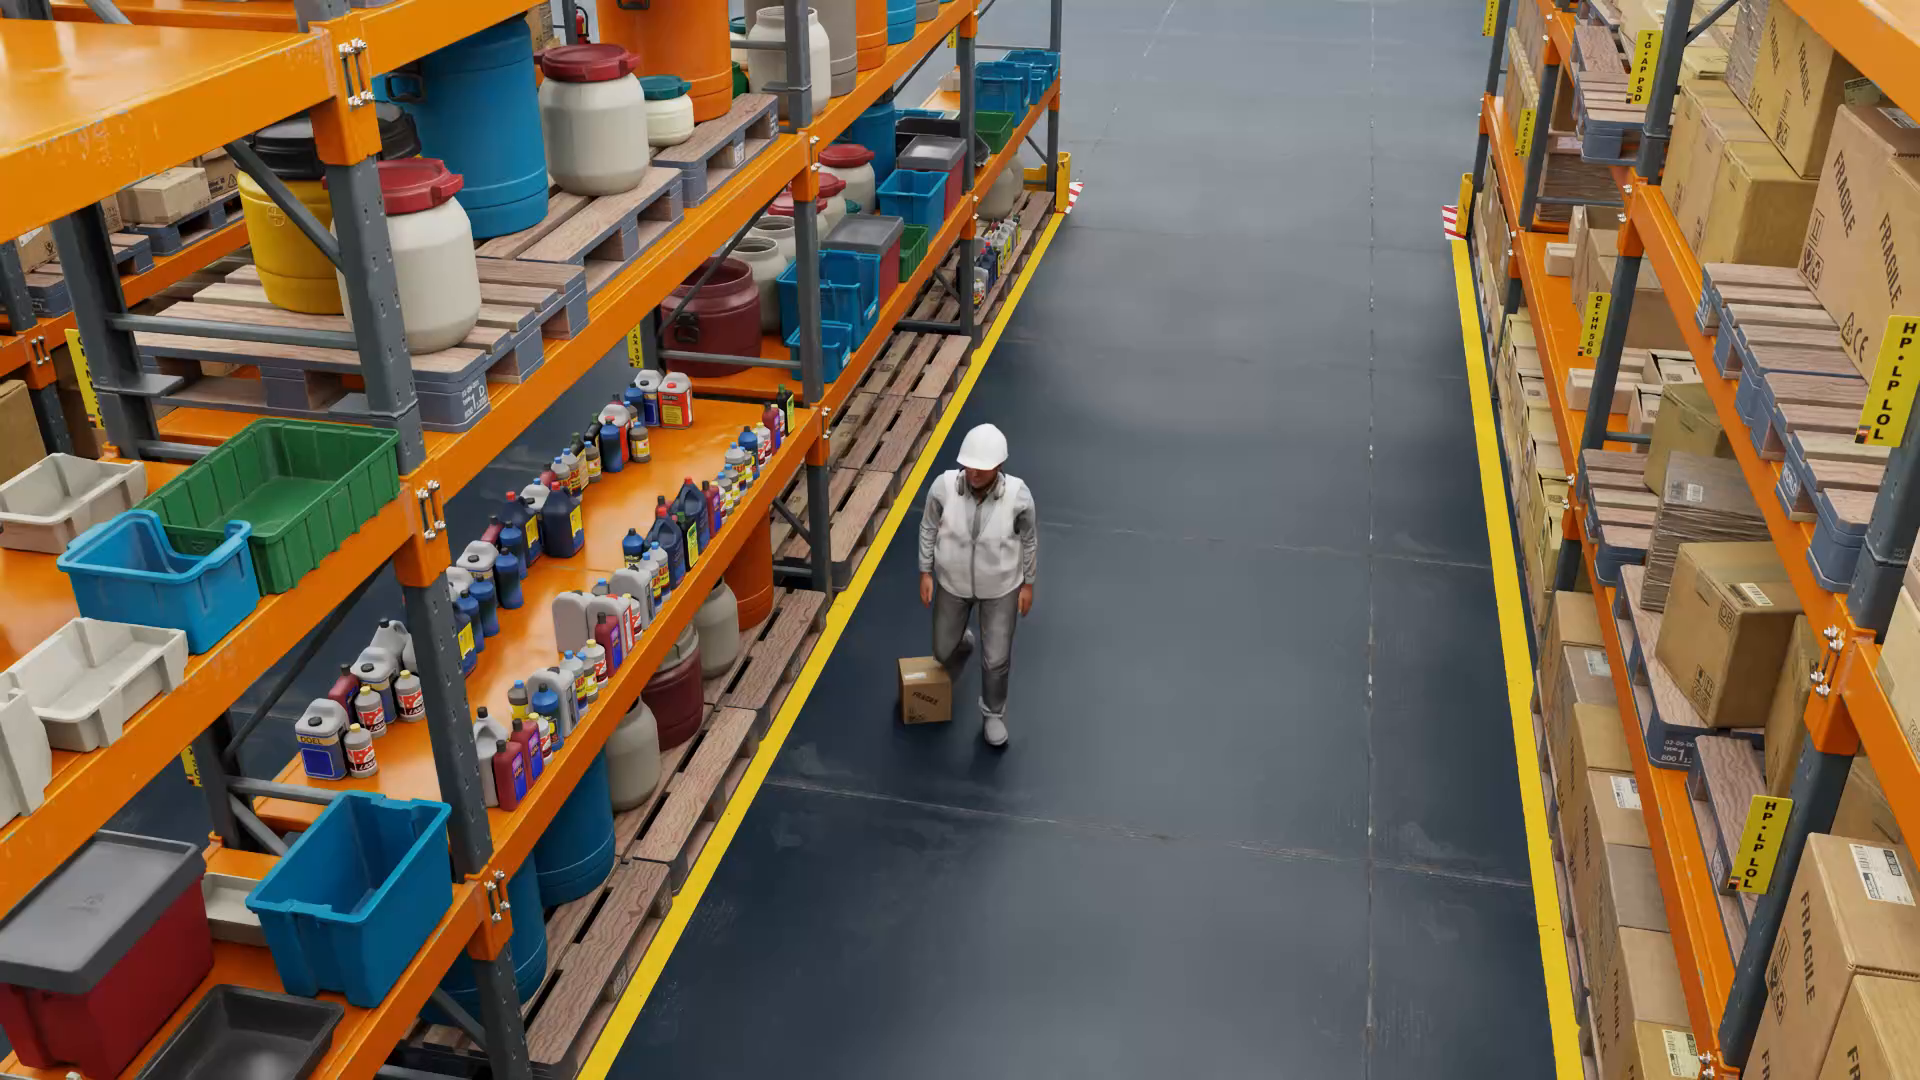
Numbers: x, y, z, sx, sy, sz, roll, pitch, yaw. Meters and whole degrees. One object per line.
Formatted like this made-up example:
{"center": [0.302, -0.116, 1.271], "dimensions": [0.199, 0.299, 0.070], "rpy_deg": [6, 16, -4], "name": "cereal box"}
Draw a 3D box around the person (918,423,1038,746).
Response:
{"center": [0.098, 0.156, 8.289], "dimensions": [0.585, 1.758, 0.704], "rpy_deg": [4, 29, 8], "name": "person"}
